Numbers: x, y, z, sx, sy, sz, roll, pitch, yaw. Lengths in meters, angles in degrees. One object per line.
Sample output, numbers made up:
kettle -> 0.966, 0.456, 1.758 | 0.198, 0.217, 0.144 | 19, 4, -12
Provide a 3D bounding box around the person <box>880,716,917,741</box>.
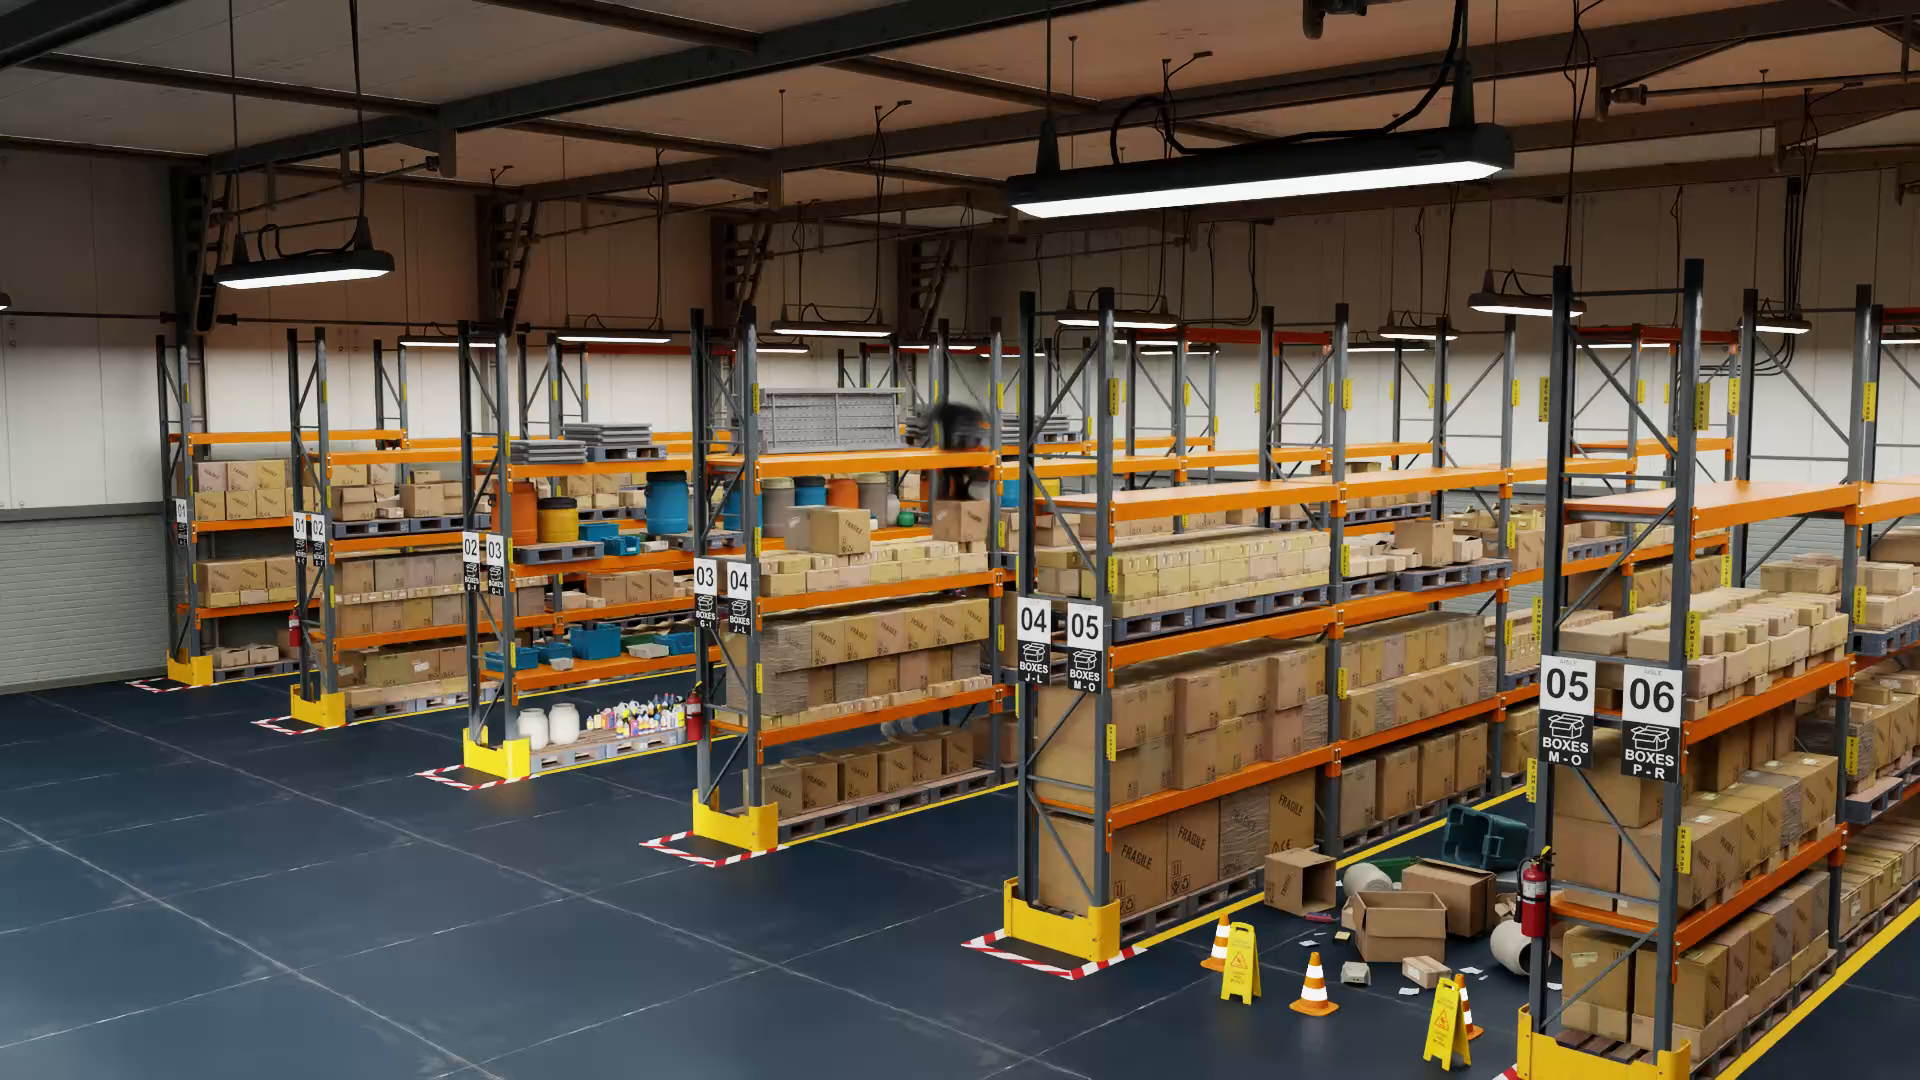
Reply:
person -> -0.907, 2.208, 22.870 | 0.667, 1.622, 0.942 | 2, 6, 23
